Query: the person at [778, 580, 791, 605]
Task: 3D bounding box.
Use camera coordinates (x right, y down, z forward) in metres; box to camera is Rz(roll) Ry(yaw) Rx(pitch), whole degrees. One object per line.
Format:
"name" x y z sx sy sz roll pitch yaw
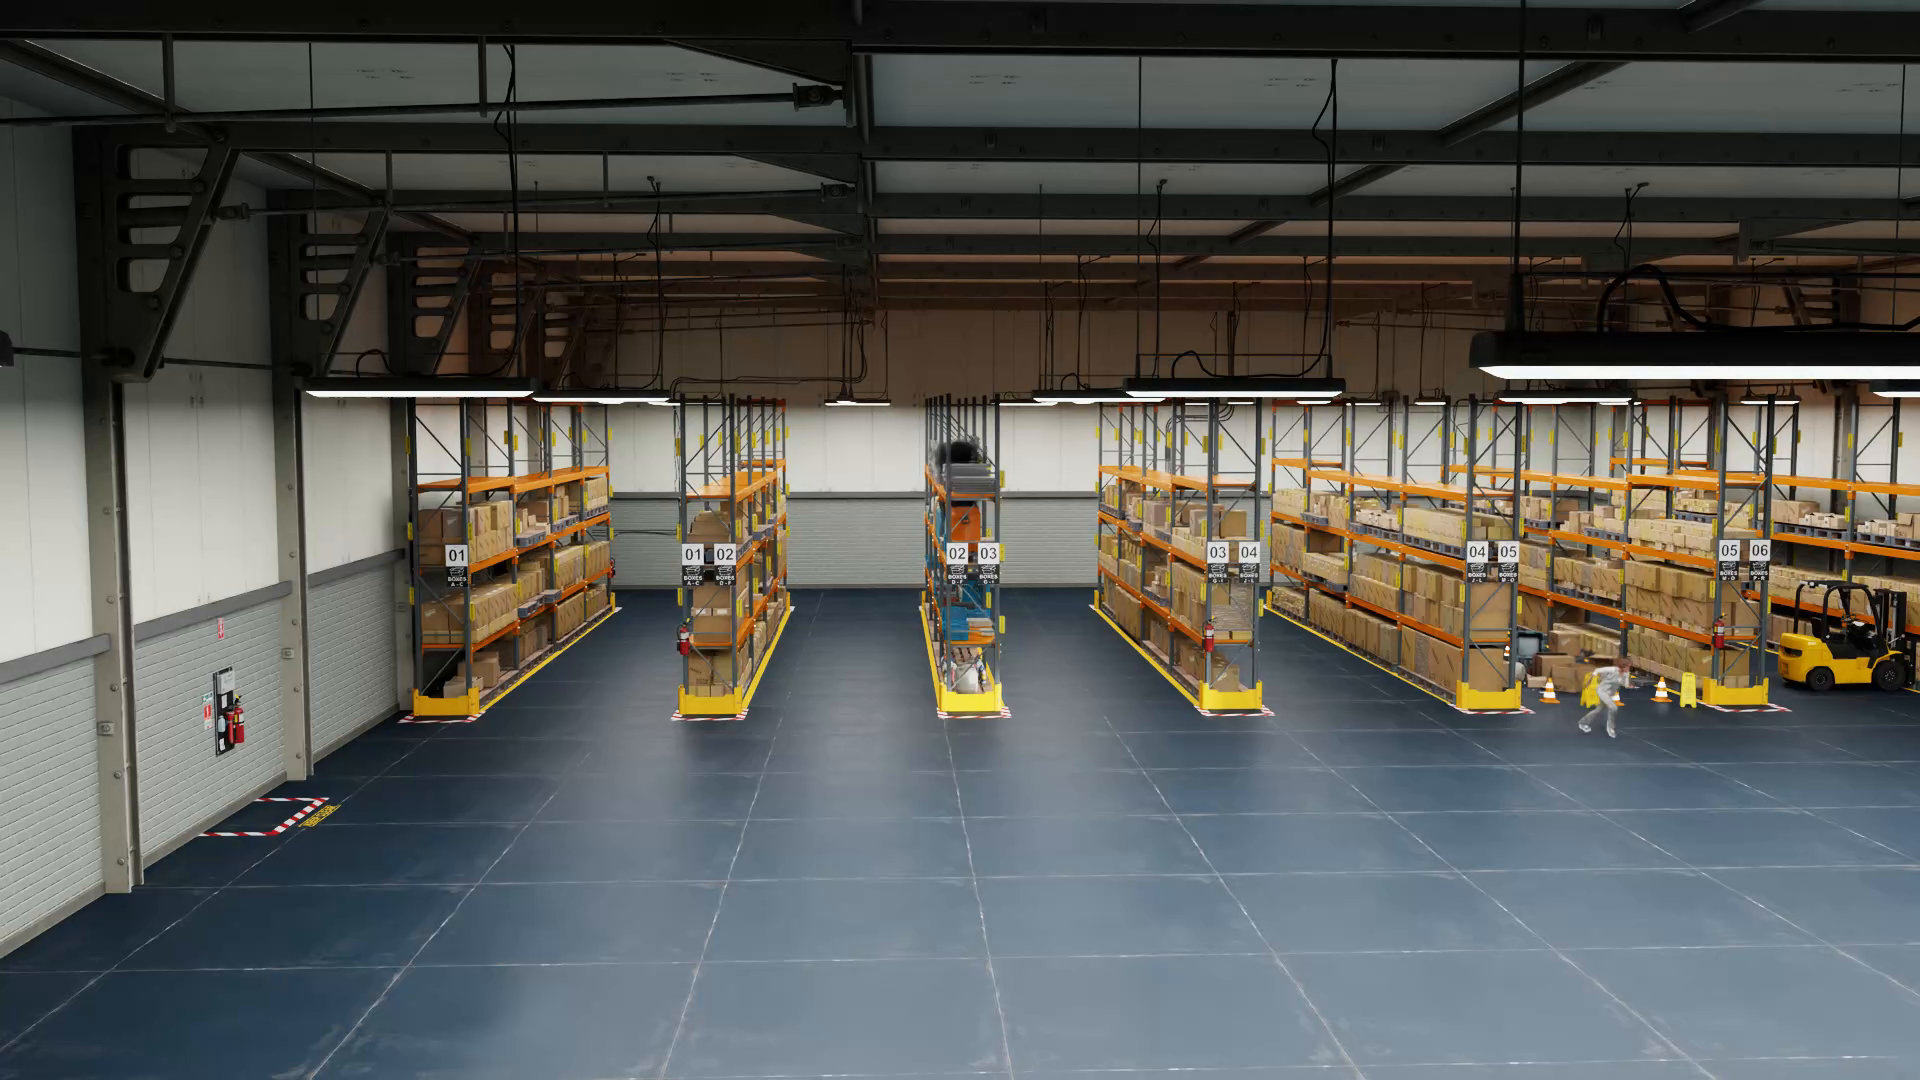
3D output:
"person" -5.418 1.008 48.229 1.048 1.745 0.712 0 5 -2

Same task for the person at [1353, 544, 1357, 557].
"person" 11.836 0.941 49.854 0.822 1.719 0.611 -2 5 -22

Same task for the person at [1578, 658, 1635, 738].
"person" 11.290 2.717 29.007 0.549 1.388 1.034 -3 5 -29
